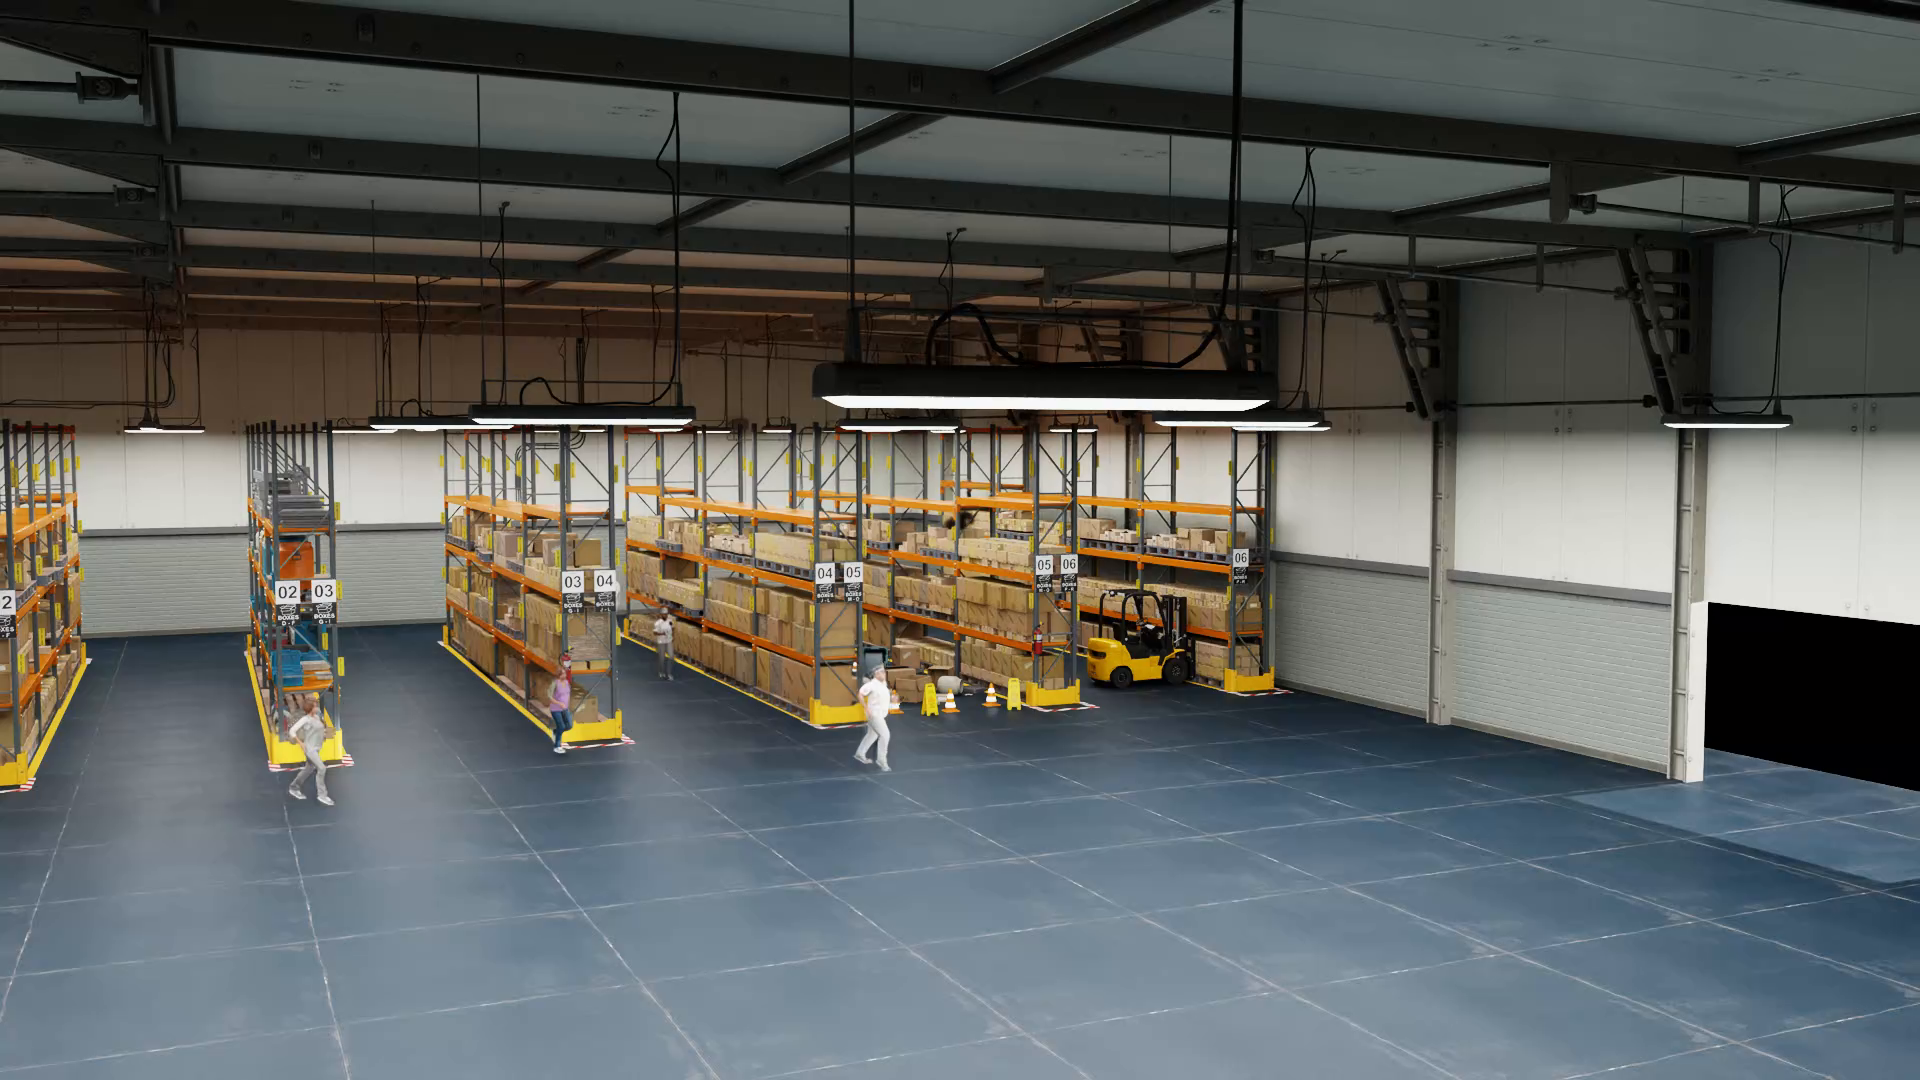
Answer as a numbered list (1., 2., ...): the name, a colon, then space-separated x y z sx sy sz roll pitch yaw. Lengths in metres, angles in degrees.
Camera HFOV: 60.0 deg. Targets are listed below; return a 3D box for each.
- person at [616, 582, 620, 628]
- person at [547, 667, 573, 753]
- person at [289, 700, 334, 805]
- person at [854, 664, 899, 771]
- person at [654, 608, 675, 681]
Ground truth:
1. person: -10.293 1.833 48.693 0.672 1.734 0.986 -2 4 -31
2. person: -7.237 3.072 30.088 0.566 1.558 0.560 2 4 32
3. person: -10.088 3.293 25.833 0.754 1.632 0.516 0 4 1
4. person: -1.456 3.047 28.709 0.810 1.849 0.650 1 4 15
5. person: -6.918 2.451 39.012 0.554 1.751 0.746 -1 4 -22
